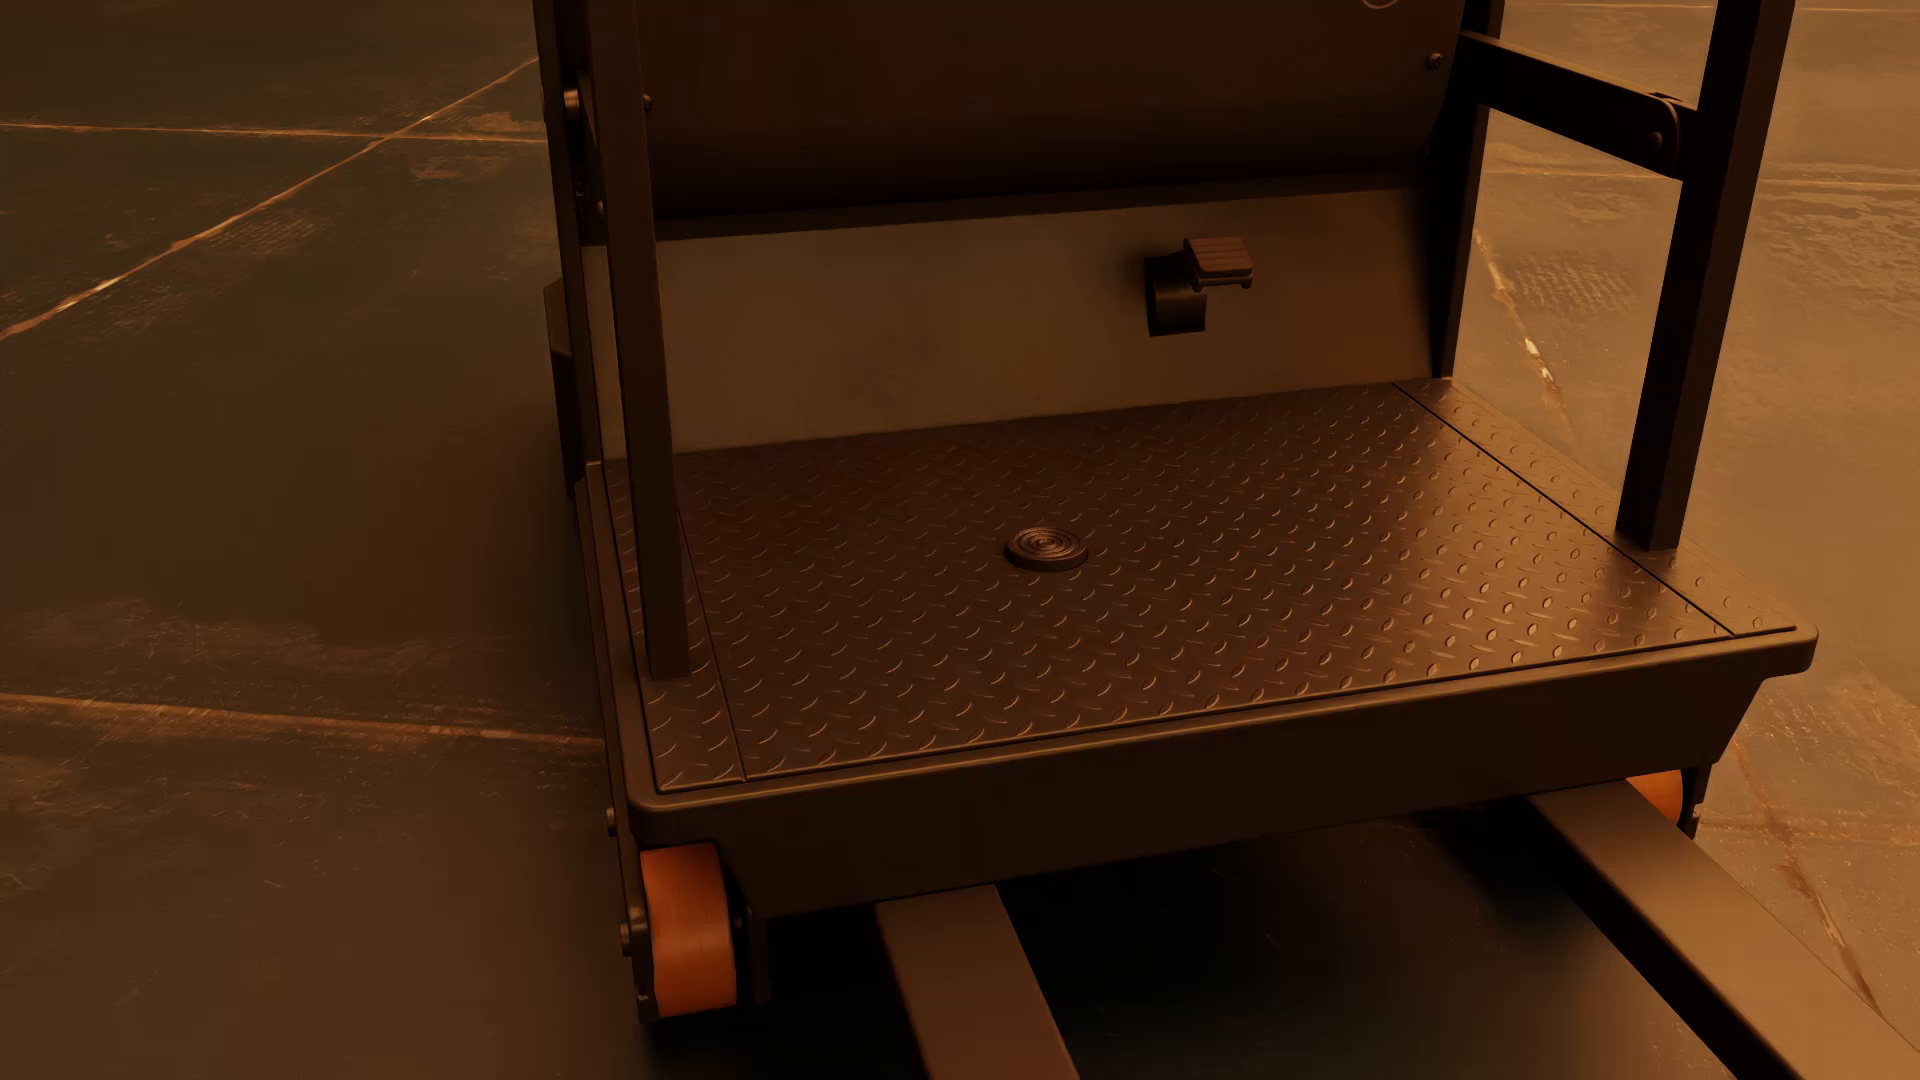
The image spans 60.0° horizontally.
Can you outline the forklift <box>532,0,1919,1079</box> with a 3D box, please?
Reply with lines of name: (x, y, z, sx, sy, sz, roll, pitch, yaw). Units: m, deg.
forklift: (0.153, -1.049, 1.319, 1.130, 2.935, 3.031, -7, 27, -13)
